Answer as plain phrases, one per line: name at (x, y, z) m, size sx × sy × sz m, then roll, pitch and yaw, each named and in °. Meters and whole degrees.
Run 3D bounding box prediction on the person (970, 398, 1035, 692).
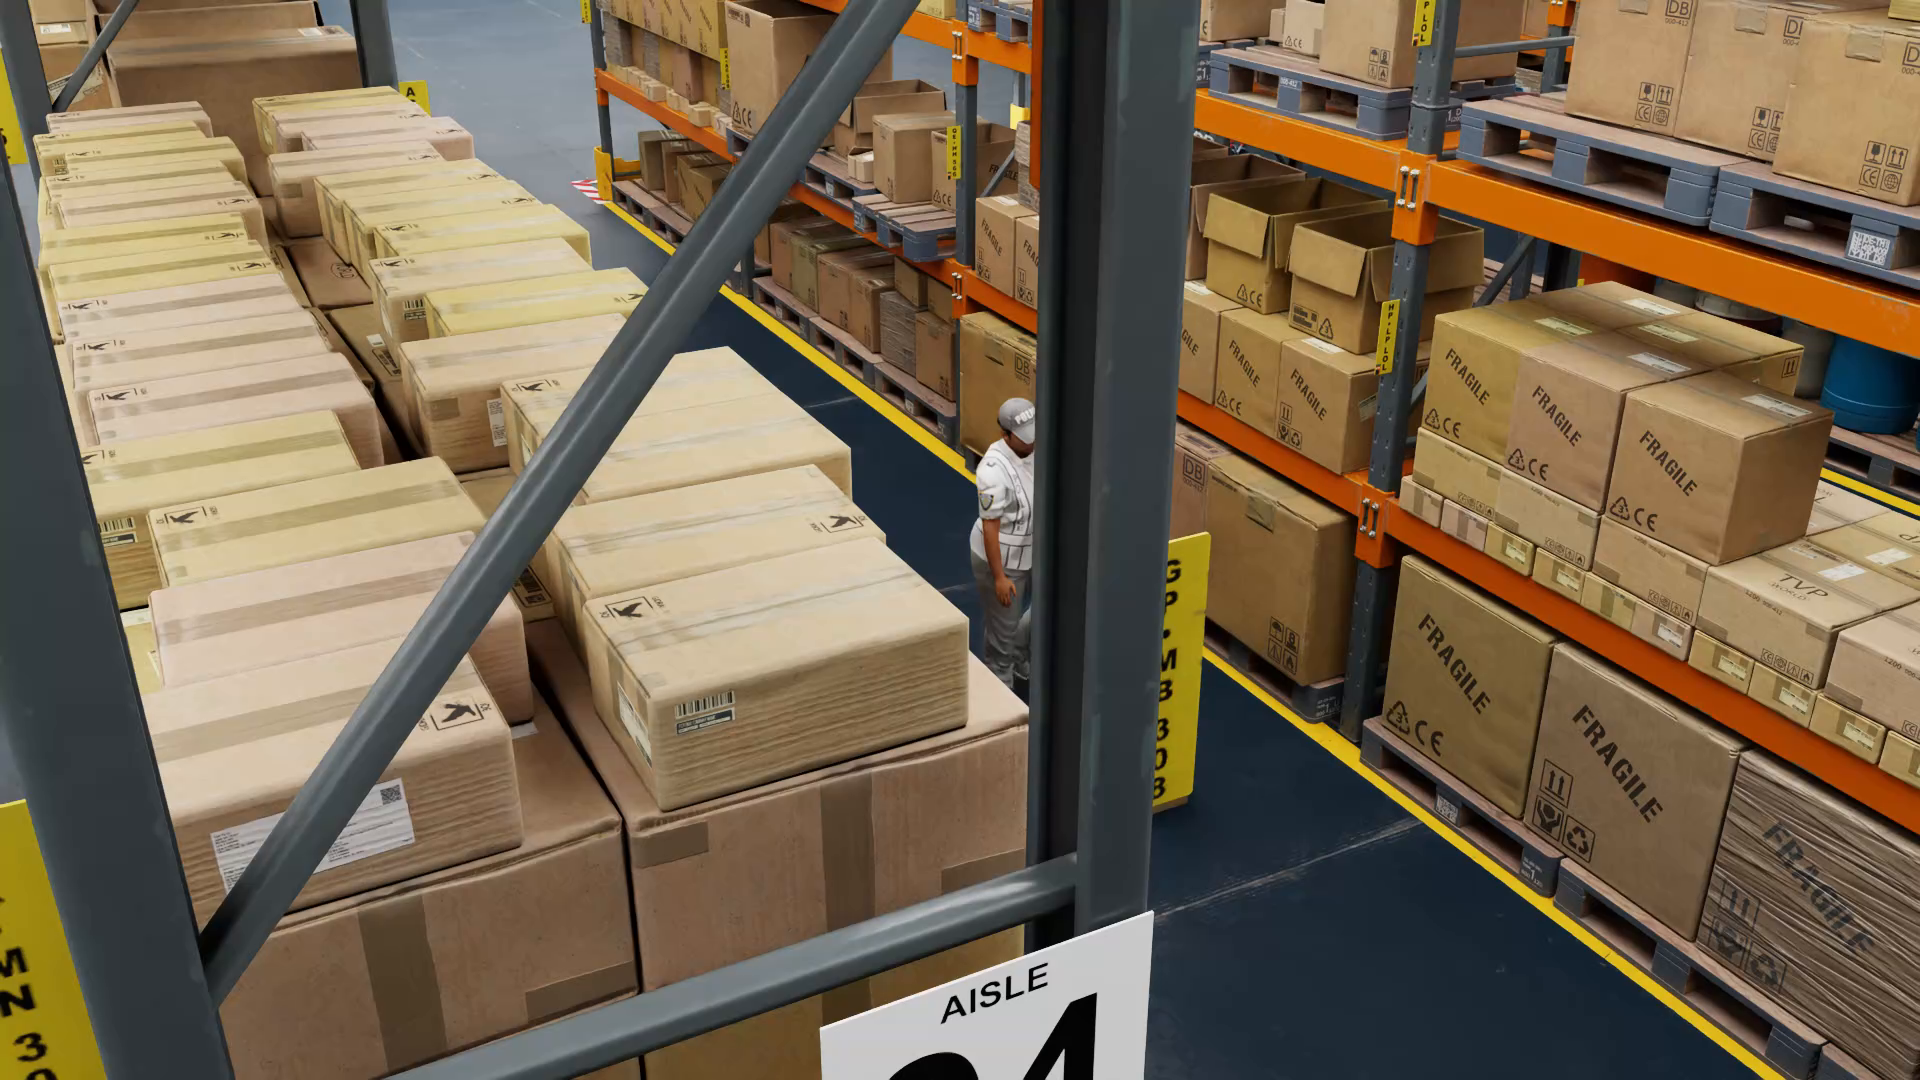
person at (0.267, 0.069, 7.921) m, size 0.535 × 1.654 × 0.493 m, roll -23°, pitch 34°, yaw -39°
